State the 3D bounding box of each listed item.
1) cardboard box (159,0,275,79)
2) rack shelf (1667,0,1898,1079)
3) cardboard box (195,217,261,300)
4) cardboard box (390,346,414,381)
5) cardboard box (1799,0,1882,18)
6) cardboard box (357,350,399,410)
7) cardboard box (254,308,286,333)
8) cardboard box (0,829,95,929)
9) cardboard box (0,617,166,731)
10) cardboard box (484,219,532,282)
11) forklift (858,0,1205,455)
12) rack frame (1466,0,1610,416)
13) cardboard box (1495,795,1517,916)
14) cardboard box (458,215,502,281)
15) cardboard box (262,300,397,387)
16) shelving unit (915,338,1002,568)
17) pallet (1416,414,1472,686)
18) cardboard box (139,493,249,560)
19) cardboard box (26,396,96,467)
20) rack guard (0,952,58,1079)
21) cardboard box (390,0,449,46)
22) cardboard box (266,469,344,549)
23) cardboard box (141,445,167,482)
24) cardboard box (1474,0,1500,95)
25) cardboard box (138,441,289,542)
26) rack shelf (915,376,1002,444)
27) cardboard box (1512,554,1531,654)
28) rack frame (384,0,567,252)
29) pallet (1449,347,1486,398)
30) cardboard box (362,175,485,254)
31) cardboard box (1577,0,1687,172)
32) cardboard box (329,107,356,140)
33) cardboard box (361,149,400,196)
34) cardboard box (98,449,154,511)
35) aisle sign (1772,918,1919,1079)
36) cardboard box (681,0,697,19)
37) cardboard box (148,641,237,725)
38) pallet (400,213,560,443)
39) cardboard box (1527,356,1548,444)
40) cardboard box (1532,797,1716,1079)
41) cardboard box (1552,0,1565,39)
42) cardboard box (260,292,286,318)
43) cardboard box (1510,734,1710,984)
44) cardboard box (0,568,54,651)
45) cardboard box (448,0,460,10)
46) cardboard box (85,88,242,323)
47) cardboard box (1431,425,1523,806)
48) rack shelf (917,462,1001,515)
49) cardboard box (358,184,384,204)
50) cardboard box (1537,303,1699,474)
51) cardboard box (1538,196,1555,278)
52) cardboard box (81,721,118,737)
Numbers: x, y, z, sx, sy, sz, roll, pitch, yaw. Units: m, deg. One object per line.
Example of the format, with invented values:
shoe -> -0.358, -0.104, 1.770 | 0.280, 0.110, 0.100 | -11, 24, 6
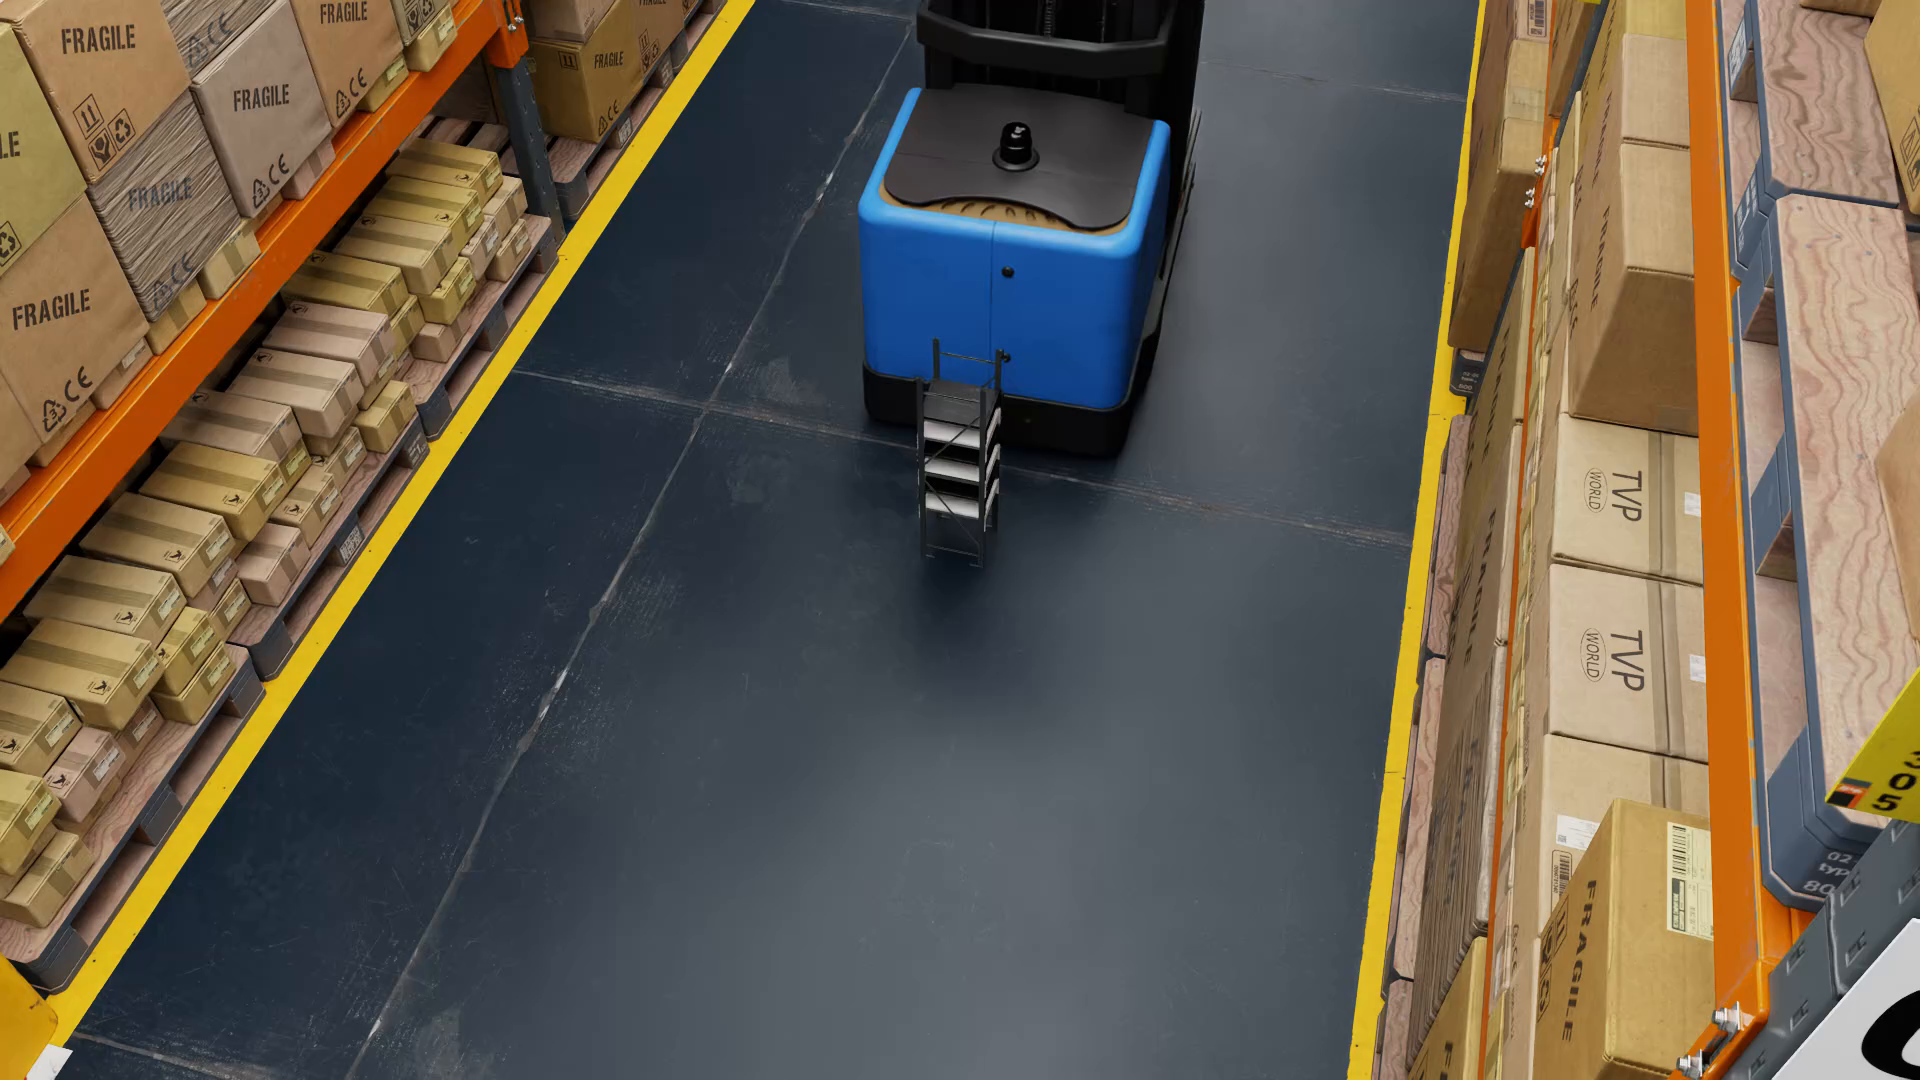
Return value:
cardboard box -> -2.400, -1.727, 4.841 | 0.500, 0.500, 0.500 | 13, 50, 11
rack shelf -> 1.974, -0.656, 3.308 | 1.077, 0.370, 4.000 | 12, 50, 10
cardboard box -> -2.450, -0.919, 5.228 | 0.380, 0.149, 0.250 | 12, 50, 11
cardboard box -> -2.376, -0.703, 6.491 | 0.380, 0.149, 0.250 | 10, 49, 9
cardboard box -> 1.932, -1.230, 2.921 | 0.700, 0.500, 0.500 | 14, 50, 12
cardboard box -> -2.356, -0.658, 6.253 | 0.380, 0.149, 0.250 | 13, 50, 11
cardboard box -> -2.745, -0.916, 6.481 | 0.380, 0.149, 0.250 | 9, 49, 8
cardboard box -> -2.864, 0.982, 5.004 | 0.380, 0.149, 0.250 | 12, 50, 11
cardboard box -> -2.699, 0.409, 5.113 | 0.380, 0.149, 0.250 | 11, 50, 10
cardboard box -> -2.033, -1.245, 6.969 | 0.380, 0.149, 0.250 | 12, 50, 11
forklift -> 0.454, -2.428, 6.438 | 1.130, 2.935, 3.031 | 10, 49, 9
rack frame -> 2.500, -1.348, 5.439 | 1.000, 3.000, 0.127 | 12, 50, 10
cardboard box -> 1.425, 0.755, 3.751 | 0.380, 0.149, 0.250 | 12, 50, 11
cardboard box -> -2.094, -1.205, 6.736 | 0.380, 0.149, 0.250 | 9, 49, 8
cardboard box -> -2.314, -0.723, 6.112 | 0.380, 0.149, 0.250 | 9, 49, 8
shelving unit -> -0.002, -0.292, 5.907 | 0.258, 0.900, 0.210 | 12, 50, 10
pallet -> 2.225, 0.109, 6.013 | 1.003, 0.211, 1.213 | 12, 50, 10
cardboard box -> -2.638, -0.090, 5.752 | 0.380, 0.149, 0.250 | 14, 50, 12
cardboard box -> -2.729, -0.375, 4.748 | 0.380, 0.149, 0.250 | 11, 50, 10
rack guard -> -3.291, 1.265, 4.800 | 1.175, 0.500, 0.348 | 12, 50, 10
cardboard box -> -2.113, -2.126, 5.861 | 0.500, 0.500, 0.500 | 12, 50, 10
cardboard box -> -2.470, -0.140, 5.994 | 0.380, 0.149, 0.250 | 12, 50, 10
cardboard box -> -3.057, -0.379, 6.007 | 0.380, 0.149, 0.250 | 12, 50, 10
cardboard box -> 3.109, -2.539, 7.627 | 1.225, 0.875, 0.875 | 12, 50, 10
cardboard box -> -2.518, -0.167, 5.621 | 0.380, 0.149, 0.250 | 12, 50, 11
rack shelf -> -0.002, -0.449, 5.730 | 0.258, 0.077, 0.200 | 12, 50, 10
cardboard box -> 1.626, 0.200, 4.240 | 0.380, 0.149, 0.250 | 12, 50, 11
rack frame -> -2.258, -2.400, 6.368 | 1.000, 3.000, 0.127 | 12, 50, 10
pallet -> 2.631, -0.998, 6.990 | 1.003, 0.211, 1.213 | 12, 50, 10
cardboard box -> -2.130, -1.291, 6.613 | 0.380, 0.149, 0.250 | 12, 50, 11
cardboard box -> 2.128, -1.349, 4.842 | 0.500, 0.500, 0.500 | 12, 50, 10
cardboard box -> -2.332, -1.502, 5.742 | 0.380, 0.149, 0.250 | 10, 49, 9
cardboard box -> -2.549, -1.584, 6.872 | 0.380, 0.149, 0.250 | 13, 50, 12
cardboard box -> -3.026, -0.264, 5.707 | 0.380, 0.149, 0.250 | 10, 49, 9
aisle sign -> 1.139, 0.678, 1.917 | 0.394, 0.787, 0.004 | 12, 50, 10
cardboard box -> -1.545, -2.959, 8.248 | 0.500, 0.500, 0.500 | 12, 50, 11
cardboard box -> -2.642, 0.432, 5.489 | 0.380, 0.149, 0.250 | 12, 50, 10
pallet -> -2.401, -0.985, 6.978 | 1.003, 0.211, 1.213 | 12, 50, 10
cardboard box -> 1.829, -0.360, 4.735 | 0.380, 0.149, 0.250 | 11, 49, 10
cardboard box -> 1.322, 0.844, 2.906 | 0.500, 0.500, 0.500 | 12, 50, 10
cardboard box -> 2.497, -2.130, 6.063 | 0.500, 0.500, 0.500 | 13, 50, 11
cardboard box -> -2.744, -1.011, 6.366 | 0.380, 0.149, 0.250 | 10, 49, 9
cardboard box -> 1.453, 0.727, 3.510 | 0.500, 0.250, 0.500 | 11, 49, 9
cardboard box -> -3.142, 0.211, 5.486 | 0.380, 0.149, 0.250 | 11, 49, 10
cardboard box -> -2.107, -2.064, 6.239 | 0.380, 0.149, 0.250 | 11, 50, 10
cardboard box -> -2.541, -1.022, 4.887 | 0.500, 0.500, 0.500 | 10, 49, 9
cardboard box -> 2.013, 0.329, 5.096 | 0.875, 0.875, 0.875 | 12, 50, 10
rack shelf -> -0.002, -0.210, 6.000 | 0.258, 0.077, 0.200 | 12, 50, 10
cardboard box -> -2.662, -1.495, 6.992 | 0.380, 0.149, 0.250 | 14, 50, 12
cardboard box -> 1.857, -0.374, 4.481 | 0.500, 0.250, 0.500 | 13, 50, 11
cardboard box -> 2.033, -0.927, 5.235 | 0.380, 0.149, 0.250 | 10, 49, 9
cardboard box -> -2.820, 0.489, 5.240 | 0.380, 0.149, 0.250 | 12, 50, 11
